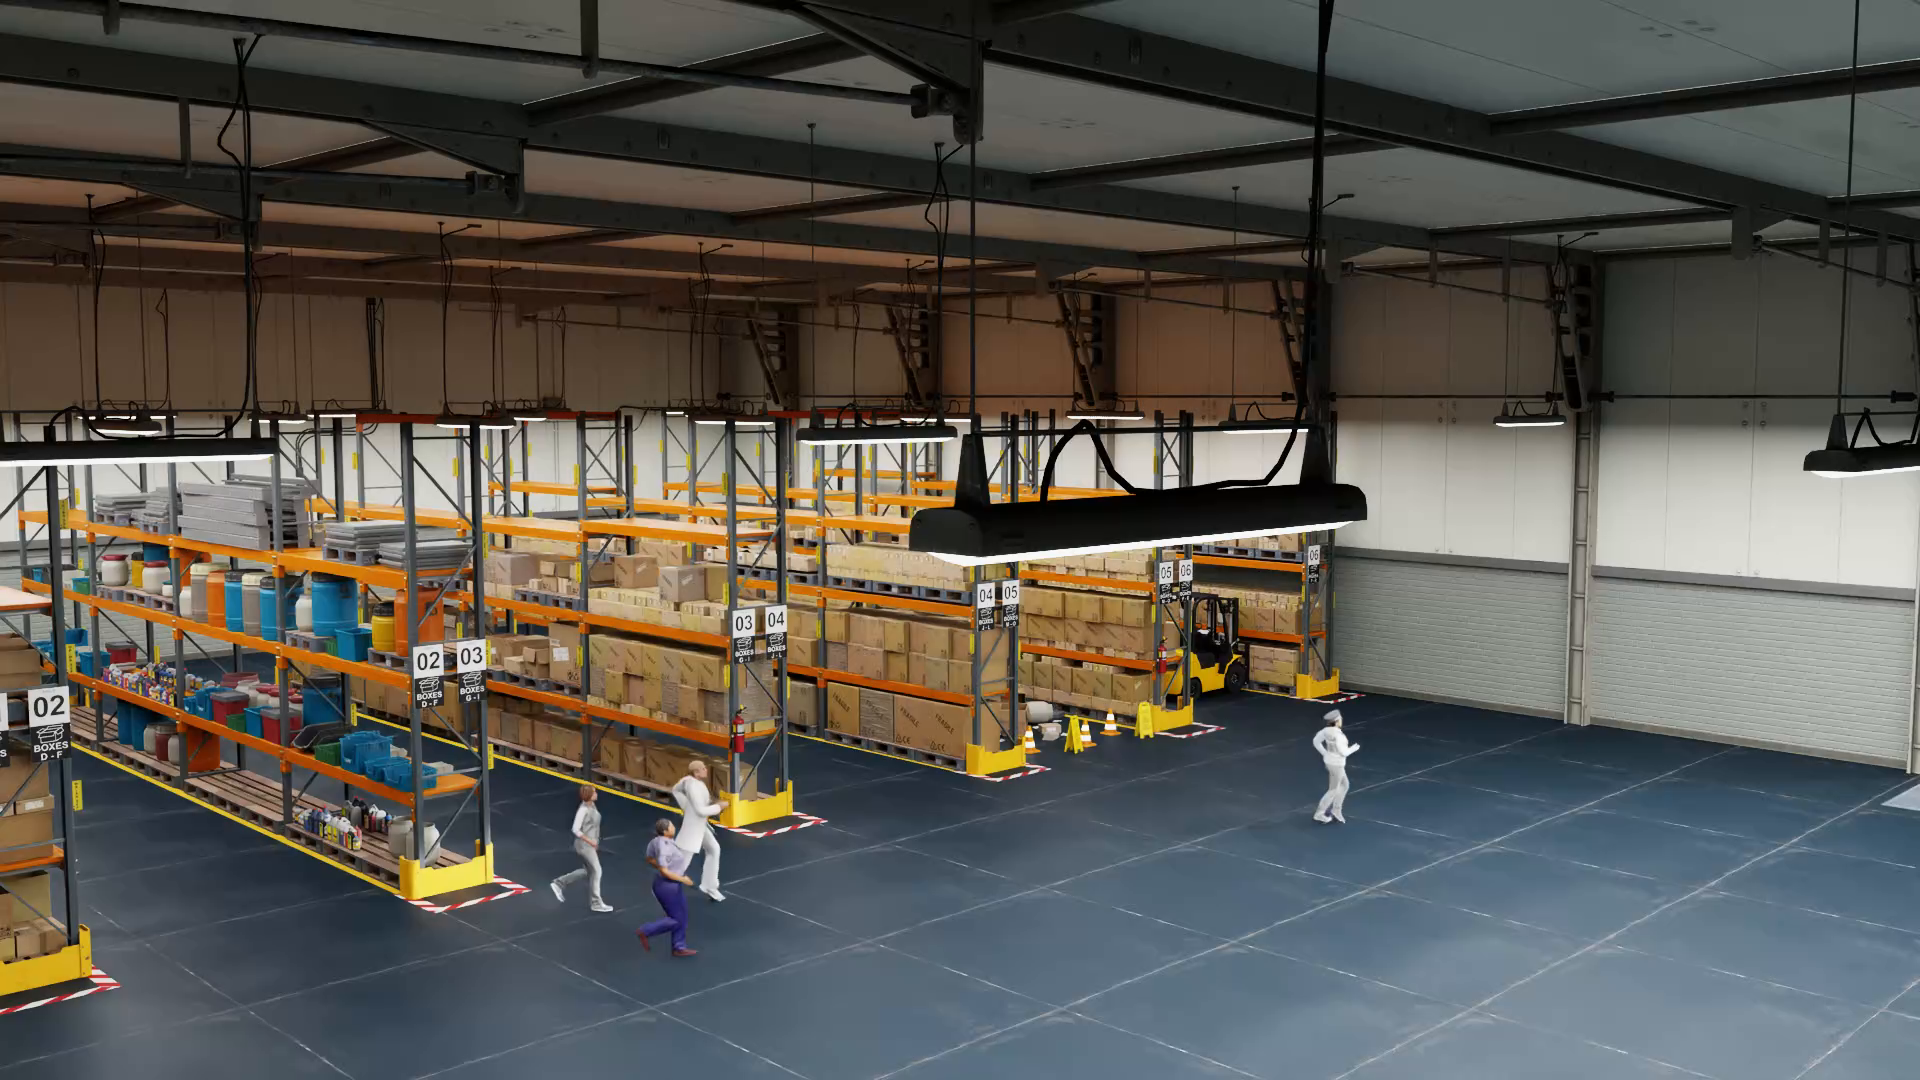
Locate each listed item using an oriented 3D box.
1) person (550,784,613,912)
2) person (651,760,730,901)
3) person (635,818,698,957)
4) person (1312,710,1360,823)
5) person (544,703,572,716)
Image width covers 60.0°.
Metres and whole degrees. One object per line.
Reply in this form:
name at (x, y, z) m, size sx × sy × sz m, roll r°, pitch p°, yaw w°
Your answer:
person at (-4.638, 3.768, 20.366) m, size 0.750 × 1.595 × 0.552 m, roll 0°, pitch 5°, yaw -3°
person at (-3.360, 3.648, 20.740) m, size 0.988 × 1.835 × 0.732 m, roll -1°, pitch 5°, yaw -9°
person at (-3.314, 3.916, 18.665) m, size 0.734 × 1.598 × 0.607 m, roll -2°, pitch 5°, yaw -22°
person at (5.545, 3.358, 24.556) m, size 0.684 × 1.734 × 0.592 m, roll -1°, pitch 5°, yaw -9°
person at (-7.920, 2.647, 32.459) m, size 0.937 × 1.751 × 0.621 m, roll 4°, pitch 6°, yaw 38°
